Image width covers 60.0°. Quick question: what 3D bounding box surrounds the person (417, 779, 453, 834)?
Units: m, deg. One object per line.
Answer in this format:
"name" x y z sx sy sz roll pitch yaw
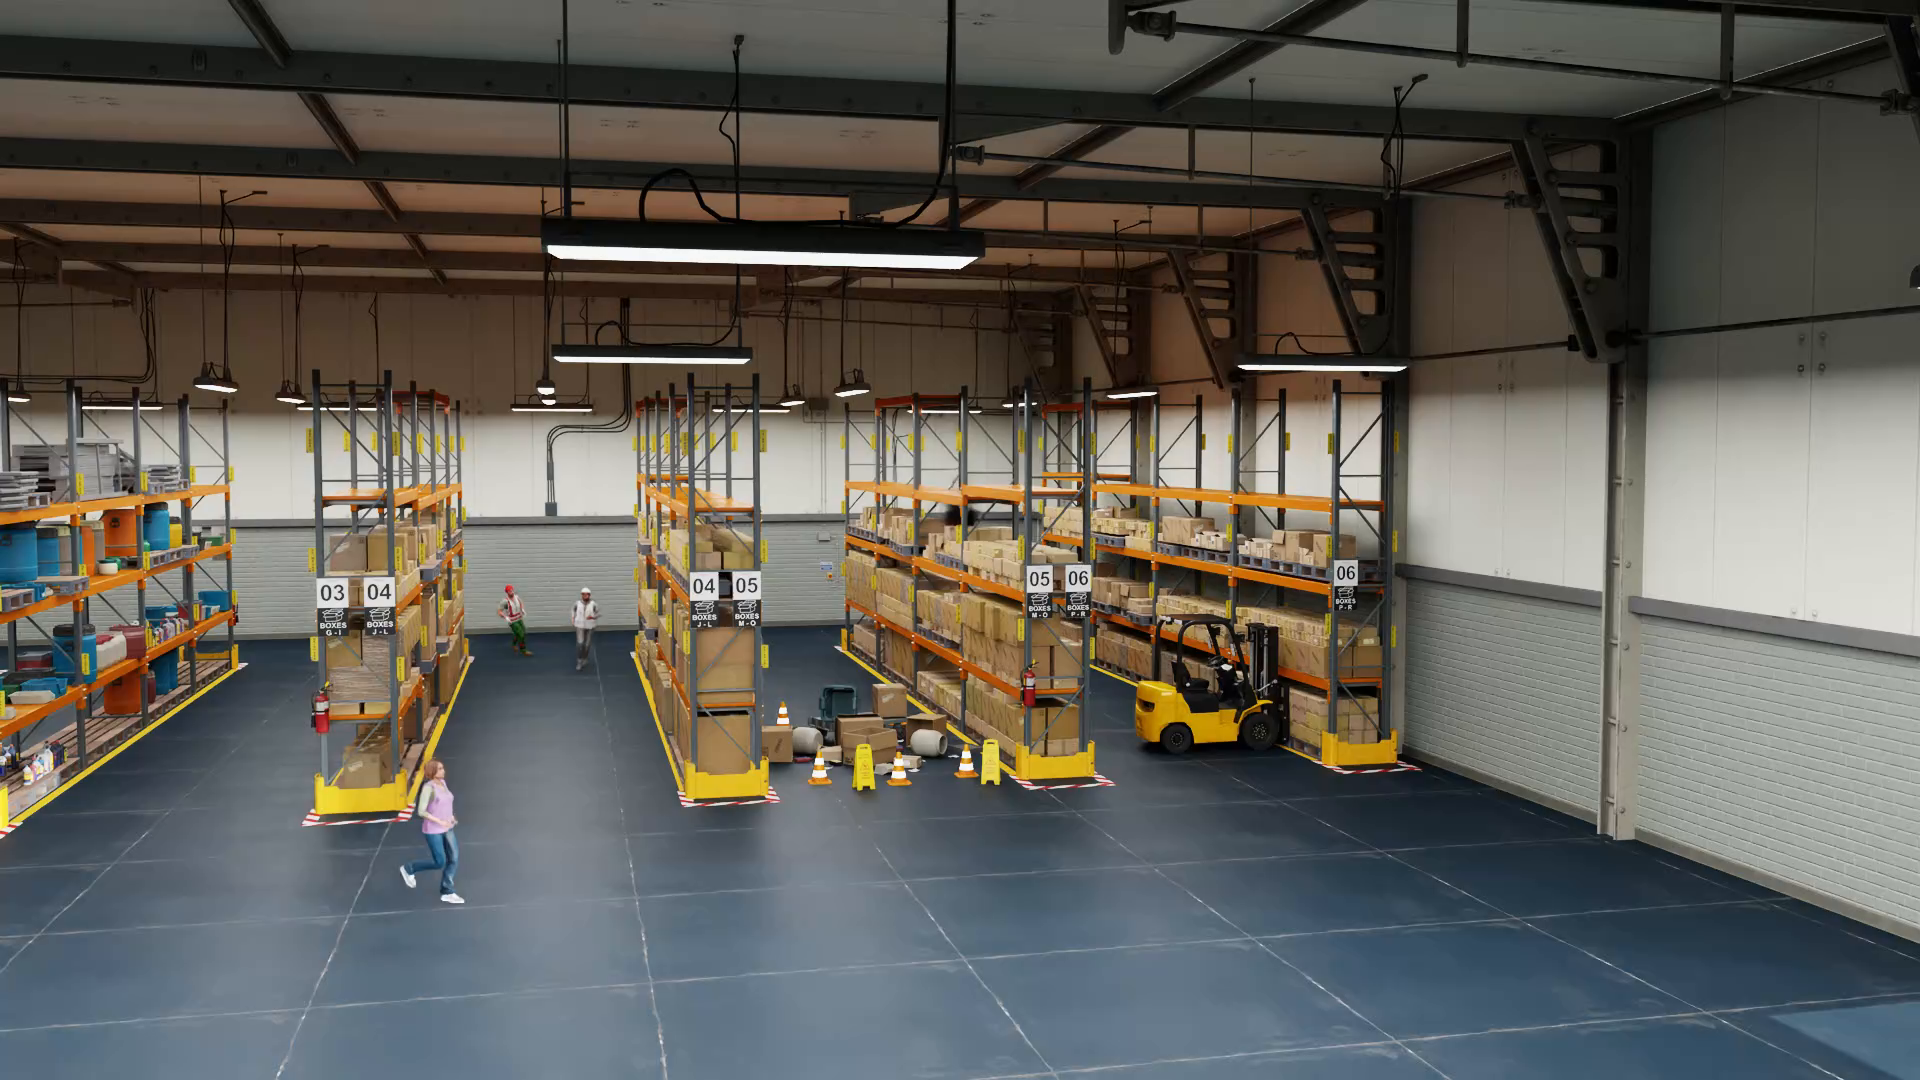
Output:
"person" -5.716 2.897 18.137 0.335 0.573 0.545 1 3 13

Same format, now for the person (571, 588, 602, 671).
"person" -8.332 1.975 37.106 0.676 1.832 0.715 -1 3 -11

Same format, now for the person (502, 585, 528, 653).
"person" -10.553 1.865 39.206 0.660 1.647 0.697 2 4 29
